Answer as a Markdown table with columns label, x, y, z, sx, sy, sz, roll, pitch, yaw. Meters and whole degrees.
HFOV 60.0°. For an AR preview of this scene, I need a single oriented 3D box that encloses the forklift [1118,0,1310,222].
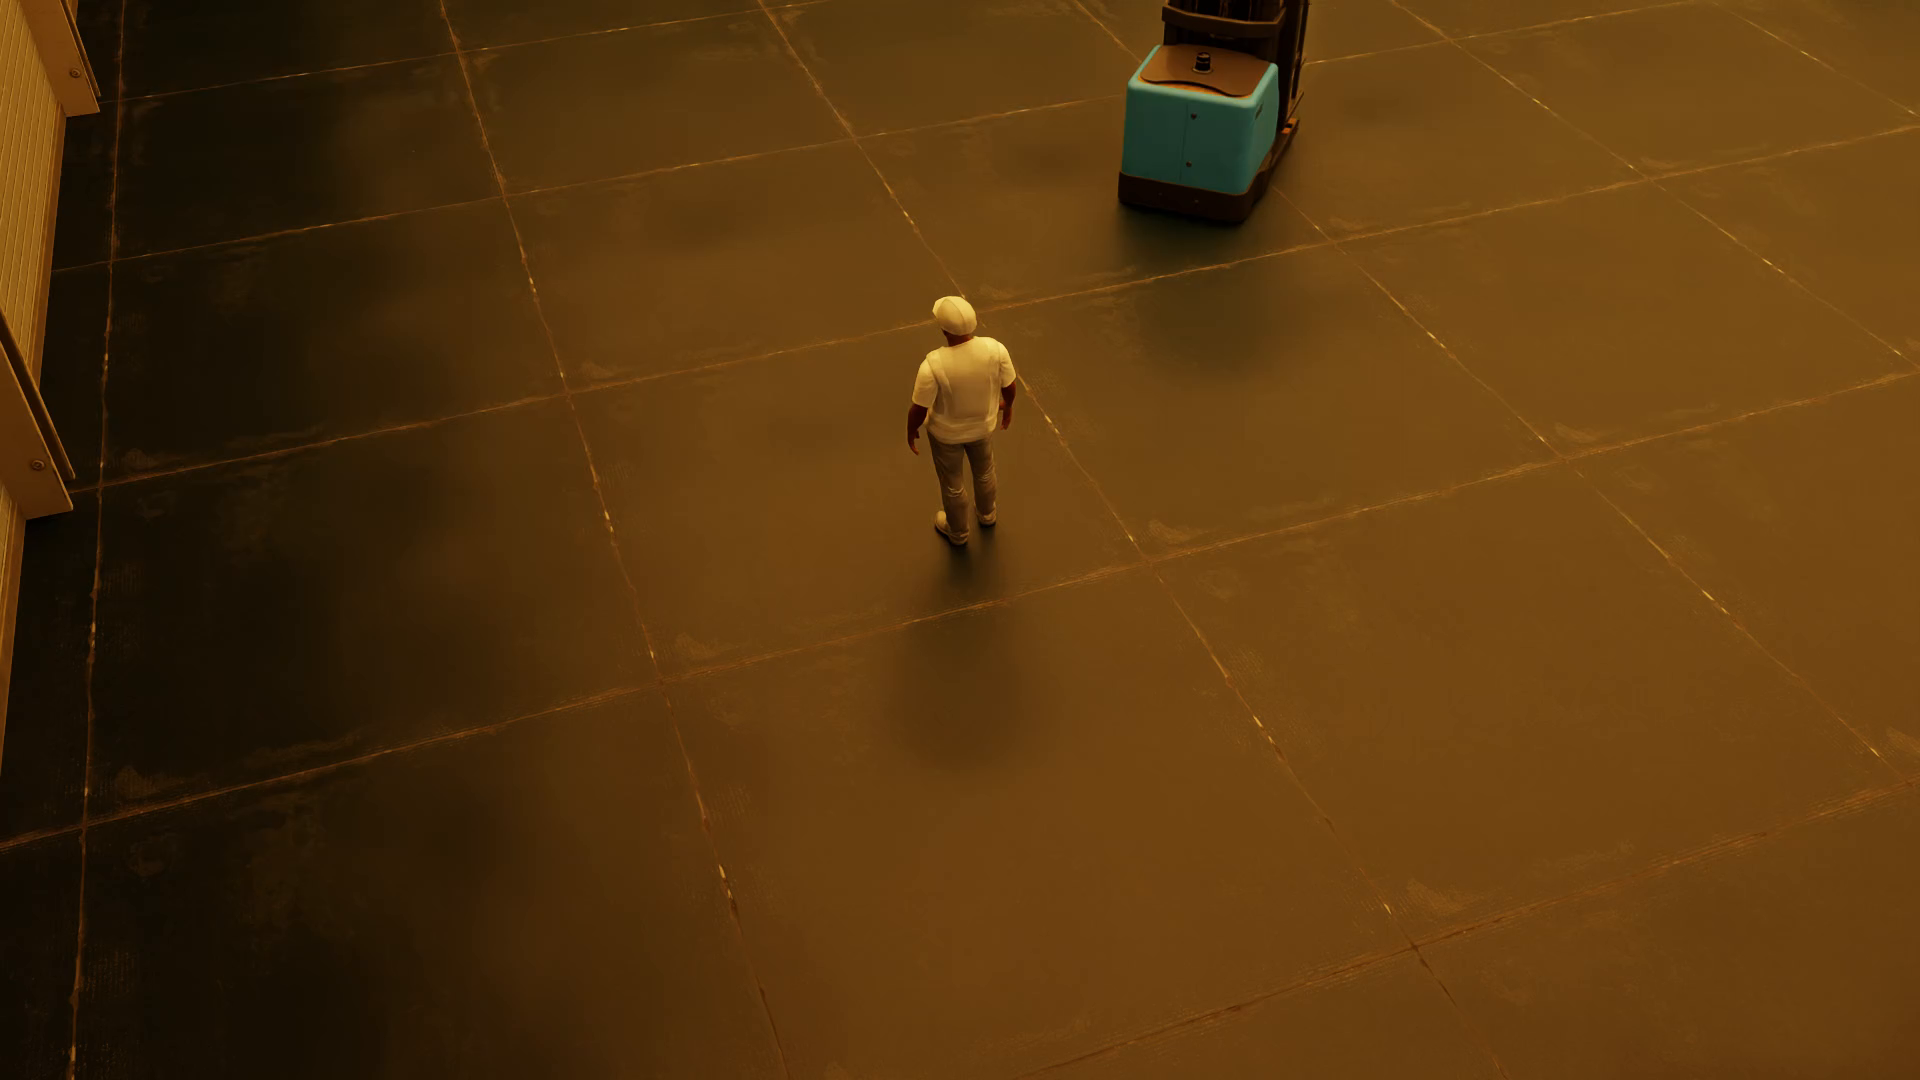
| label | x | y | z | sx | sy | sz | roll | pitch | yaw |
| --- | --- | --- | --- | --- | --- | --- | --- | --- | --- |
| forklift | 2.298 | -4.590 | 13.463 | 1.130 | 2.935 | 3.031 | 14 | 42 | 17 |

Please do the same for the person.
| label | x | y | z | sx | sy | sz | roll | pitch | yaw |
| --- | --- | --- | --- | --- | --- | --- | --- | --- | --- |
| person | -0.018 | -0.725 | 9.754 | 0.665 | 1.765 | 0.577 | -13 | 42 | -15 |
